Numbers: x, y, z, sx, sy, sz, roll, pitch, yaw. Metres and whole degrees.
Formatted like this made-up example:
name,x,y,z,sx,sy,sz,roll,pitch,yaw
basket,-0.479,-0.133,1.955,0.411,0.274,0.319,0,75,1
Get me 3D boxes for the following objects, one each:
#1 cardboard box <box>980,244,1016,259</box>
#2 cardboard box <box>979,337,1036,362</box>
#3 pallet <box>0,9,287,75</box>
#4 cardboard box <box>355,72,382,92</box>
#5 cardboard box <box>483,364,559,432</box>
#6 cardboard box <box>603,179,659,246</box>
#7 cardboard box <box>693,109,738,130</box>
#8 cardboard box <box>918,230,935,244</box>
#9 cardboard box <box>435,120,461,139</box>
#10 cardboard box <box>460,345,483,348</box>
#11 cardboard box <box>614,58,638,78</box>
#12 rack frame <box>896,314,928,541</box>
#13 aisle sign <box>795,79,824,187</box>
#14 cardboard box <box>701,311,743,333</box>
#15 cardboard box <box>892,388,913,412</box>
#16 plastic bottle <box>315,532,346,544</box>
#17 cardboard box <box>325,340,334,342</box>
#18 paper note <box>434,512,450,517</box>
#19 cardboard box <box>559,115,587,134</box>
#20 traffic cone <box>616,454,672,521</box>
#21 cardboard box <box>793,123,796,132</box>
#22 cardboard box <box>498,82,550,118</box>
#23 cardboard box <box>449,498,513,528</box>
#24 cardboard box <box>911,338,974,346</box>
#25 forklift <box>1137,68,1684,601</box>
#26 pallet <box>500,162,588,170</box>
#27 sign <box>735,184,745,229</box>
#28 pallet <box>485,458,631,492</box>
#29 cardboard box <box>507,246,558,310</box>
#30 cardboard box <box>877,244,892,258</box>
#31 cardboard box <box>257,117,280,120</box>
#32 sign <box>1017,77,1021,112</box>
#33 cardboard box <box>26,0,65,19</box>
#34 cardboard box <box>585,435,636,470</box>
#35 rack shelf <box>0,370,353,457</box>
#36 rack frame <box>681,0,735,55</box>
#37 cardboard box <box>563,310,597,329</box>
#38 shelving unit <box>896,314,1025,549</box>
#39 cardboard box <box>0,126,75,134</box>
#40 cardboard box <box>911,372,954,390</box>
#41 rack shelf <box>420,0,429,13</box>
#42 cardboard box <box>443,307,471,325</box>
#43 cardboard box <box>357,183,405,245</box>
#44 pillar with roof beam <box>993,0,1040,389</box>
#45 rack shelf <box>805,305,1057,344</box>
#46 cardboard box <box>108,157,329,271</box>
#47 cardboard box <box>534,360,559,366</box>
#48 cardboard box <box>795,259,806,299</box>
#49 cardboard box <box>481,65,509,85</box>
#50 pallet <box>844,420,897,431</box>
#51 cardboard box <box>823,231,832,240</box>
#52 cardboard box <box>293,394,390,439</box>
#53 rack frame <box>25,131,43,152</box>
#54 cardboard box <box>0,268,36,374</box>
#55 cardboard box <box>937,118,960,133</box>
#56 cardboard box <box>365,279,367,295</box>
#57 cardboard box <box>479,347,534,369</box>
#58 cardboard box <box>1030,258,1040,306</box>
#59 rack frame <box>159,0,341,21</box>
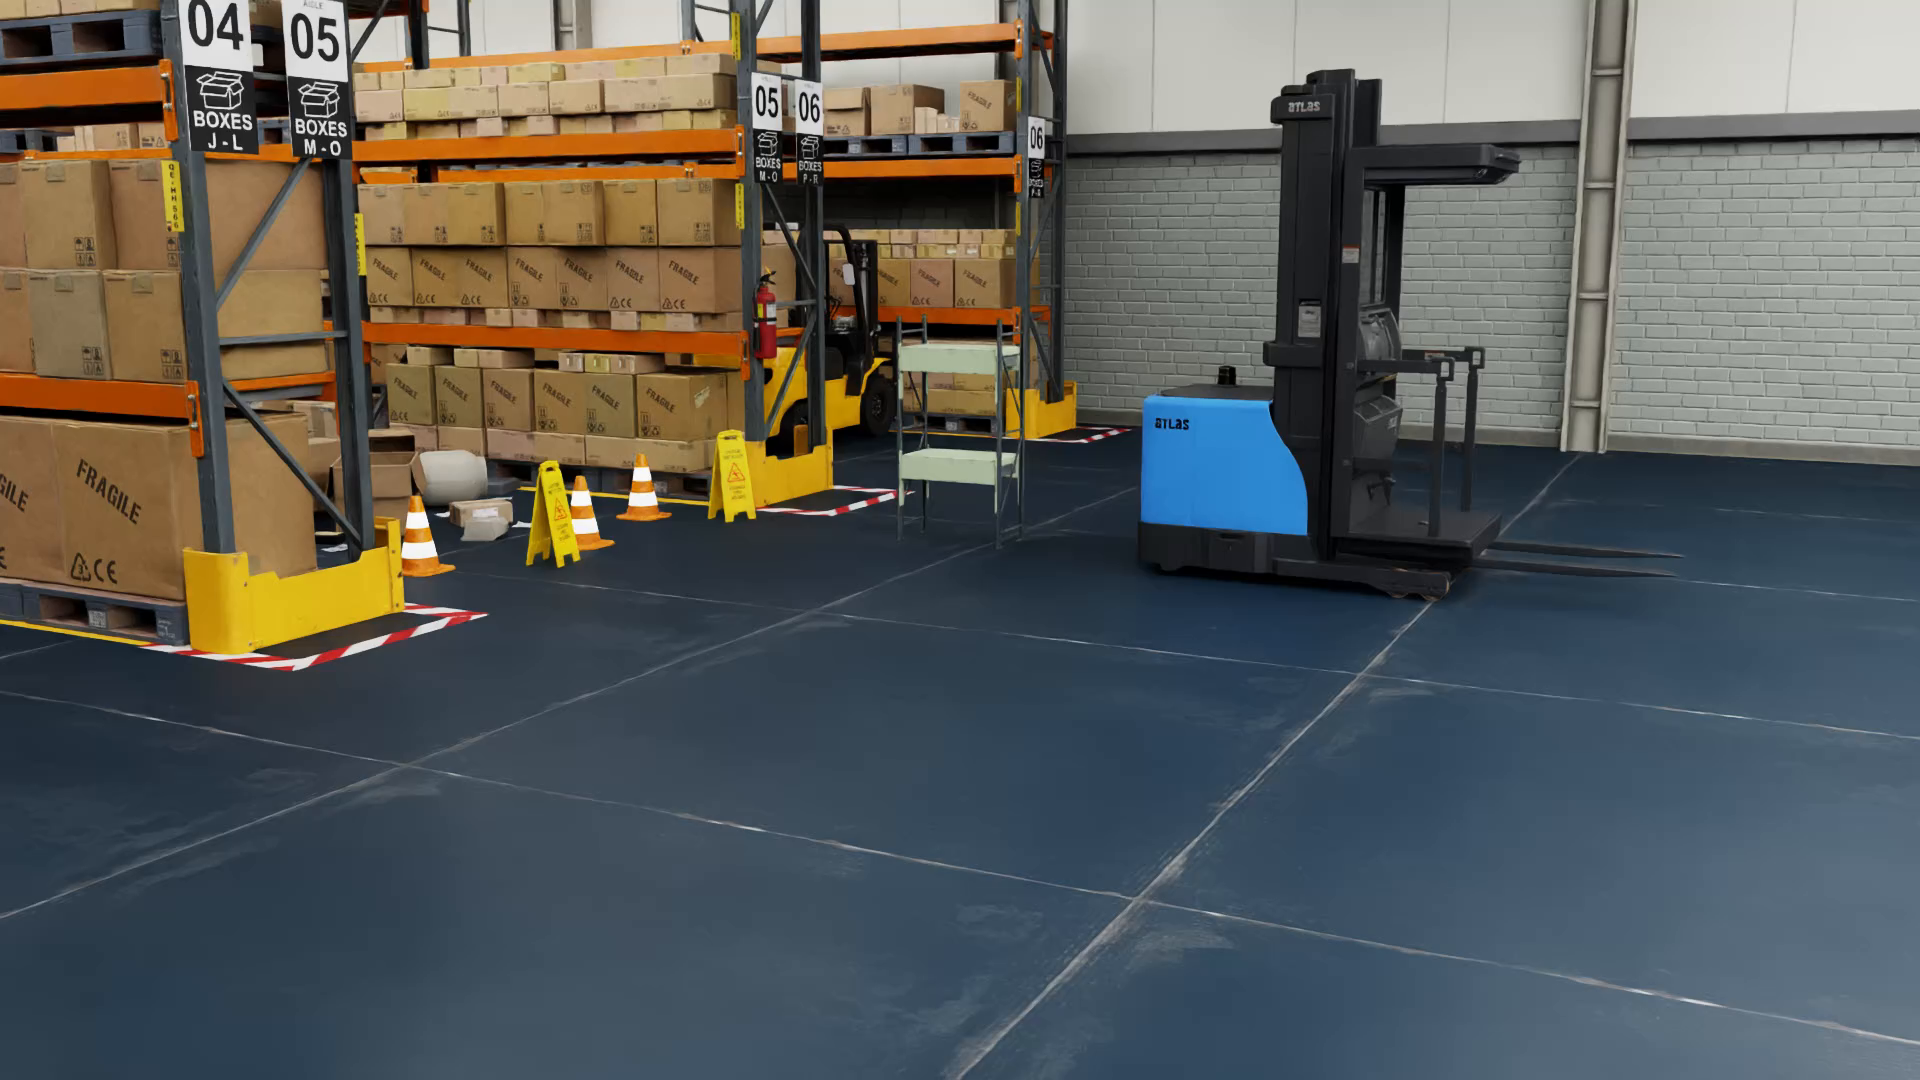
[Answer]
name,x,y,z,sx,sy,sz,roll,pitch,yaw
cardboard box,0.402,-2.961,17.068,0.250,0.149,0.380,5,11,27
cardboard box,0.490,-2.024,17.726,0.500,0.250,0.500,5,11,25
pallet,-4.125,-2.508,8.492,1.213,0.211,1.003,5,11,26
cardboard box,-4.805,-3.800,13.850,0.250,0.149,0.380,5,11,25
cardboard box,-3.584,-1.184,13.786,0.500,0.500,0.500,6,12,29
cardboard box,-2.361,-2.551,12.982,0.500,0.500,0.700,5,11,26
cardboard box,-1.799,-3.153,12.513,0.250,0.149,0.380,5,11,26
cardboard box,-0.249,-3.182,17.452,0.250,0.149,0.380,5,11,26
cardboard box,-4.084,-3.364,13.676,0.250,0.149,0.380,5,12,28
cardboard box,-5.784,-2.228,20.605,0.625,0.625,0.875,5,12,28
cardboard box,-2.446,-3.614,12.817,0.250,0.149,0.380,5,11,26
rack frame,-0.322,-0.766,11.253,0.023,1.500,0.400,5,11,26
aisle sign,-1.163,-3.141,12.864,0.004,0.787,0.394,5,11,26
cardboard box,-1.786,-1.689,12.846,0.250,0.149,0.380,5,12,28
cardboard box,-0.610,-1.532,17.815,0.500,0.250,0.500,5,11,26
plastic bottle,-4.276,-0.015,11.140,0.283,0.061,0.133,1,10,6
cardboard box,-8.069,-2.644,21.435,0.250,0.149,0.380,4,11,23
paper note,-3.780,-0.198,12.272,0.148,0.019,0.142,-10,14,-43
cardboard box,-2.935,-3.259,13.095,0.250,0.149,0.380,5,11,24
traffic cone,-2.312,-0.397,12.124,0.334,0.463,0.336,5,11,26
cardboard box,-1.793,-4.389,17.884,0.250,0.149,0.380,5,12,28
cardboard box,-3.306,-3.483,13.214,0.500,0.250,0.500,5,11,26
cardboard box,-3.424,-0.195,11.891,0.380,0.149,0.250,-7,12,-33
cardboard box,-0.174,-1.982,17.492,0.500,0.250,0.500,5,12,27
forklift,2.638,-1.207,9.667,3.031,2.935,1.130,5,11,26
pallet,-4.685,-4.497,19.763,1.213,0.211,1.003,6,12,28
sign,-1.619,-2.456,12.237,0.005,0.325,0.100,5,11,26
pallet,-3.227,-0.617,14.048,1.213,0.211,1.003,5,11,26
cardboard box,-3.305,-2.135,13.487,0.500,0.500,0.500,5,11,26
cardboard box,-0.759,-3.059,17.605,0.250,0.149,0.380,5,11,26
cardboard box,-5.982,-3.805,14.651,0.500,0.250,0.500,5,11,27
sign,0.585,-4.398,16.419,0.005,0.325,0.100,5,11,26
cardboard box,-4.360,-2.639,8.213,0.250,0.149,0.380,5,11,27
cardboard box,-2.661,-0.734,13.404,0.500,0.250,0.500,5,11,26
rack shelf,-5.249,-0.822,9.372,4.000,0.370,1.077,5,11,26
rack frame,-2.750,-5.878,18.438,0.127,3.000,1.000,5,11,26
cardboard box,-2.964,-1.779,13.341,0.250,0.149,0.380,5,11,25
shelving unit,0.006,-0.737,11.094,0.755,1.500,0.431,5,11,26
cardboard box,-8.935,-4.187,16.050,0.637,0.503,0.797,4,11,22
cardboard box,-0.183,-1.740,17.558,0.500,0.250,0.500,5,11,25
rack shelf,-3.149,-4.571,13.250,4.000,0.370,1.077,5,11,26
cardboard box,-4.095,-1.880,13.902,0.250,0.149,0.380,5,12,28
cardboard box,-4.644,-2.751,14.083,0.500,0.500,0.700,5,11,25
pillar with roof beam,-1.293,-5.074,13.996,0.400,9.000,9.100,5,11,26
rack shelf,-0.956,-2.414,18.166,4.000,0.370,1.077,5,11,26
cardboard box,-3.771,-1.659,8.523,0.550,0.550,0.875,5,11,26
cardboard box,-3.379,-1.272,14.270,0.500,0.500,0.500,6,12,29
cardboard box,-1.538,-2.820,18.108,0.500,0.500,0.500,5,11,25
cardboard box,-3.613,-3.707,13.331,0.250,0.149,0.380,5,11,25
pallet,-0.957,-1.388,18.308,1.213,0.211,1.003,5,11,26
cardboard box,-1.405,-3.279,17.988,0.250,0.149,0.380,5,11,26
cardboard box,-5.414,-1.087,15.014,0.625,0.372,0.950,5,11,27
rack frame,-8.530,-2.448,16.332,0.127,3.000,1.000,5,11,26
cardboard box,-4.758,-1.219,9.120,0.550,0.550,0.875,5,11,26
cardboard box,-0.040,-4.235,17.033,0.250,0.149,0.380,5,11,24
cardboard box,-5.299,-2.310,15.095,0.250,0.149,0.380,5,11,27
cardboard box,-3.743,-1.504,13.734,0.250,0.149,0.380,6,12,29
cardboard box,0.516,-2.743,17.683,0.500,0.500,0.500,5,12,28
rack frame,-3.455,-3.971,7.903,0.127,3.000,1.000,5,11,26
